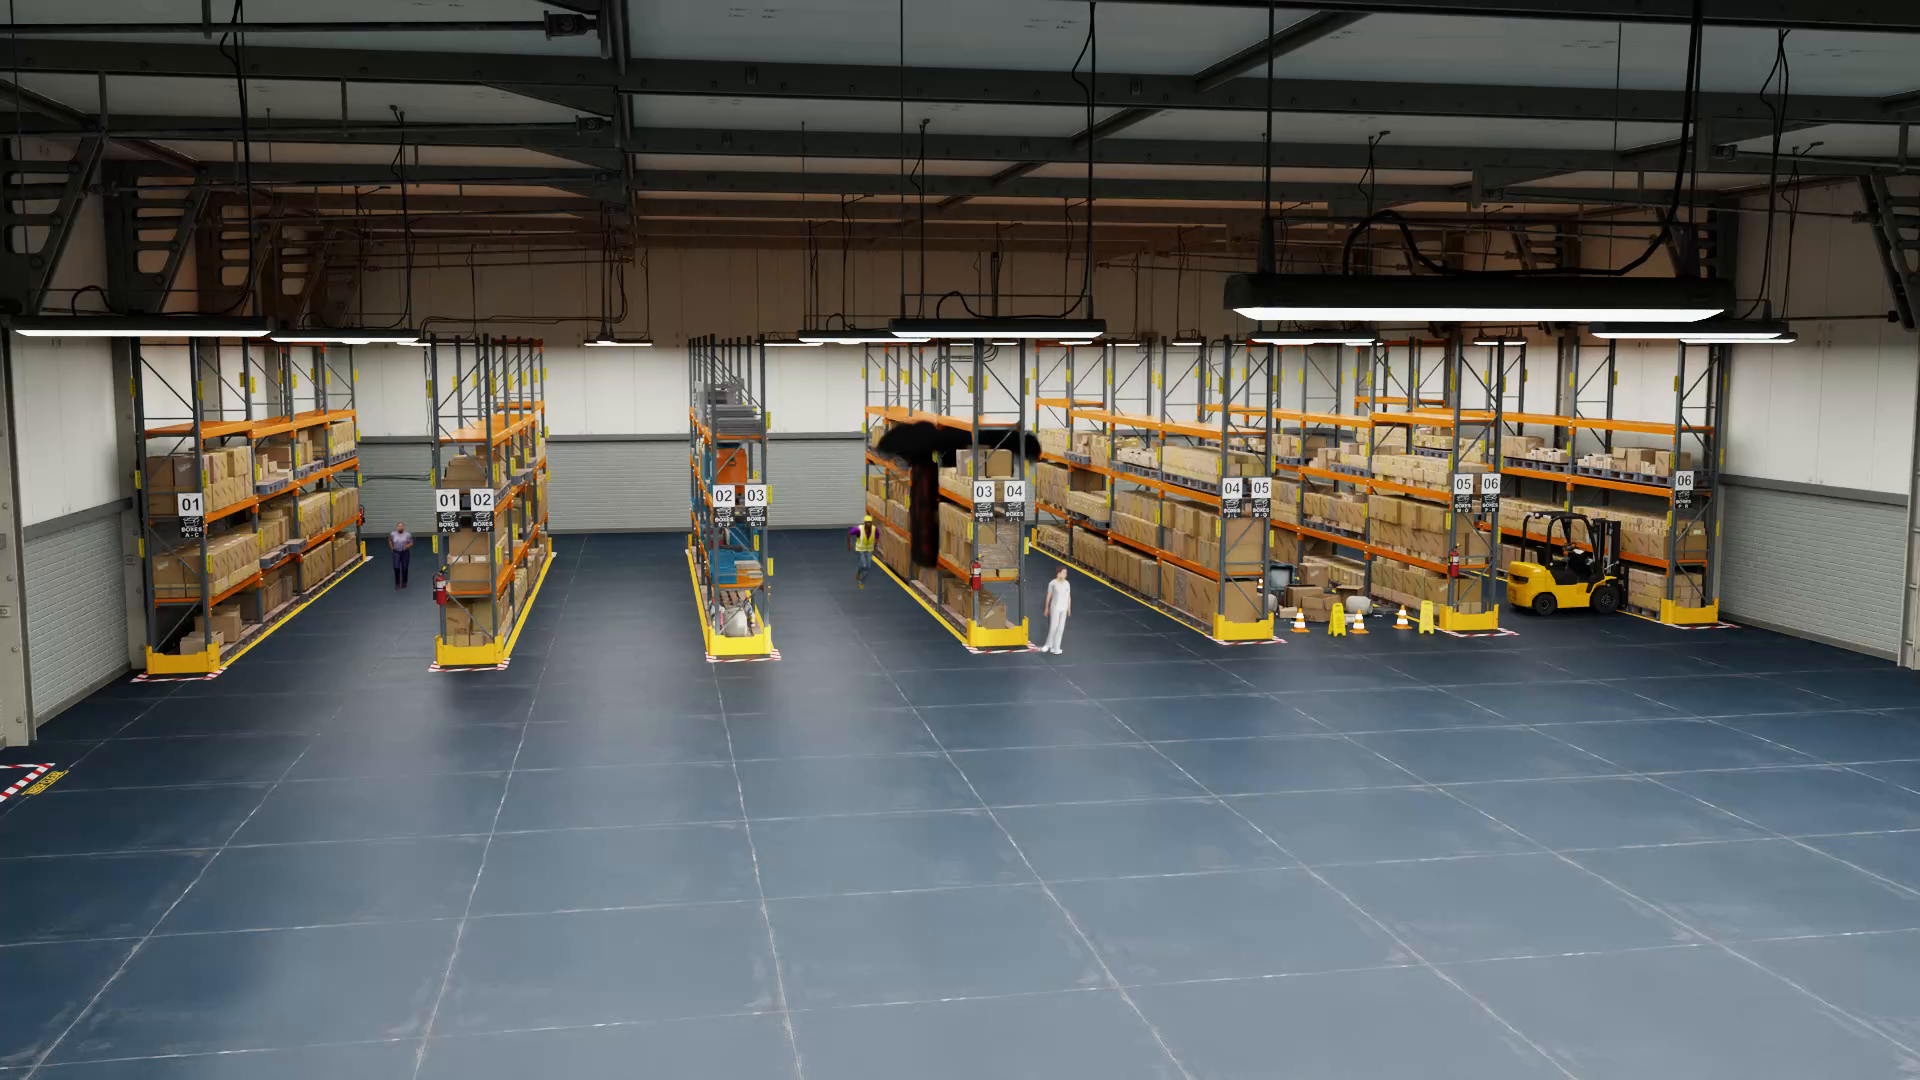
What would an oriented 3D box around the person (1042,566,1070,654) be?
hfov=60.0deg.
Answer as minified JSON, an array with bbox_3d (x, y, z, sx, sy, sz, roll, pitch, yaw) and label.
[{"bbox_3d":[1.809,1.372,31.268,0.547,1.543,0.421,-4,8,-30],"label":"person"}]

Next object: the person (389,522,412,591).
[{"bbox_3d":[-13.351,0.383,39.733,0.526,1.666,0.796,-2,7,-20],"label":"person"}]

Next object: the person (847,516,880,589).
[{"bbox_3d":[-2.152,0.281,37.740,0.694,1.697,0.712,-4,7,-28],"label":"person"}]

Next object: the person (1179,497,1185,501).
[{"bbox_3d":[6.073,-0.288,45.111,0.695,1.722,1.030,-4,8,-32],"label":"person"}]
